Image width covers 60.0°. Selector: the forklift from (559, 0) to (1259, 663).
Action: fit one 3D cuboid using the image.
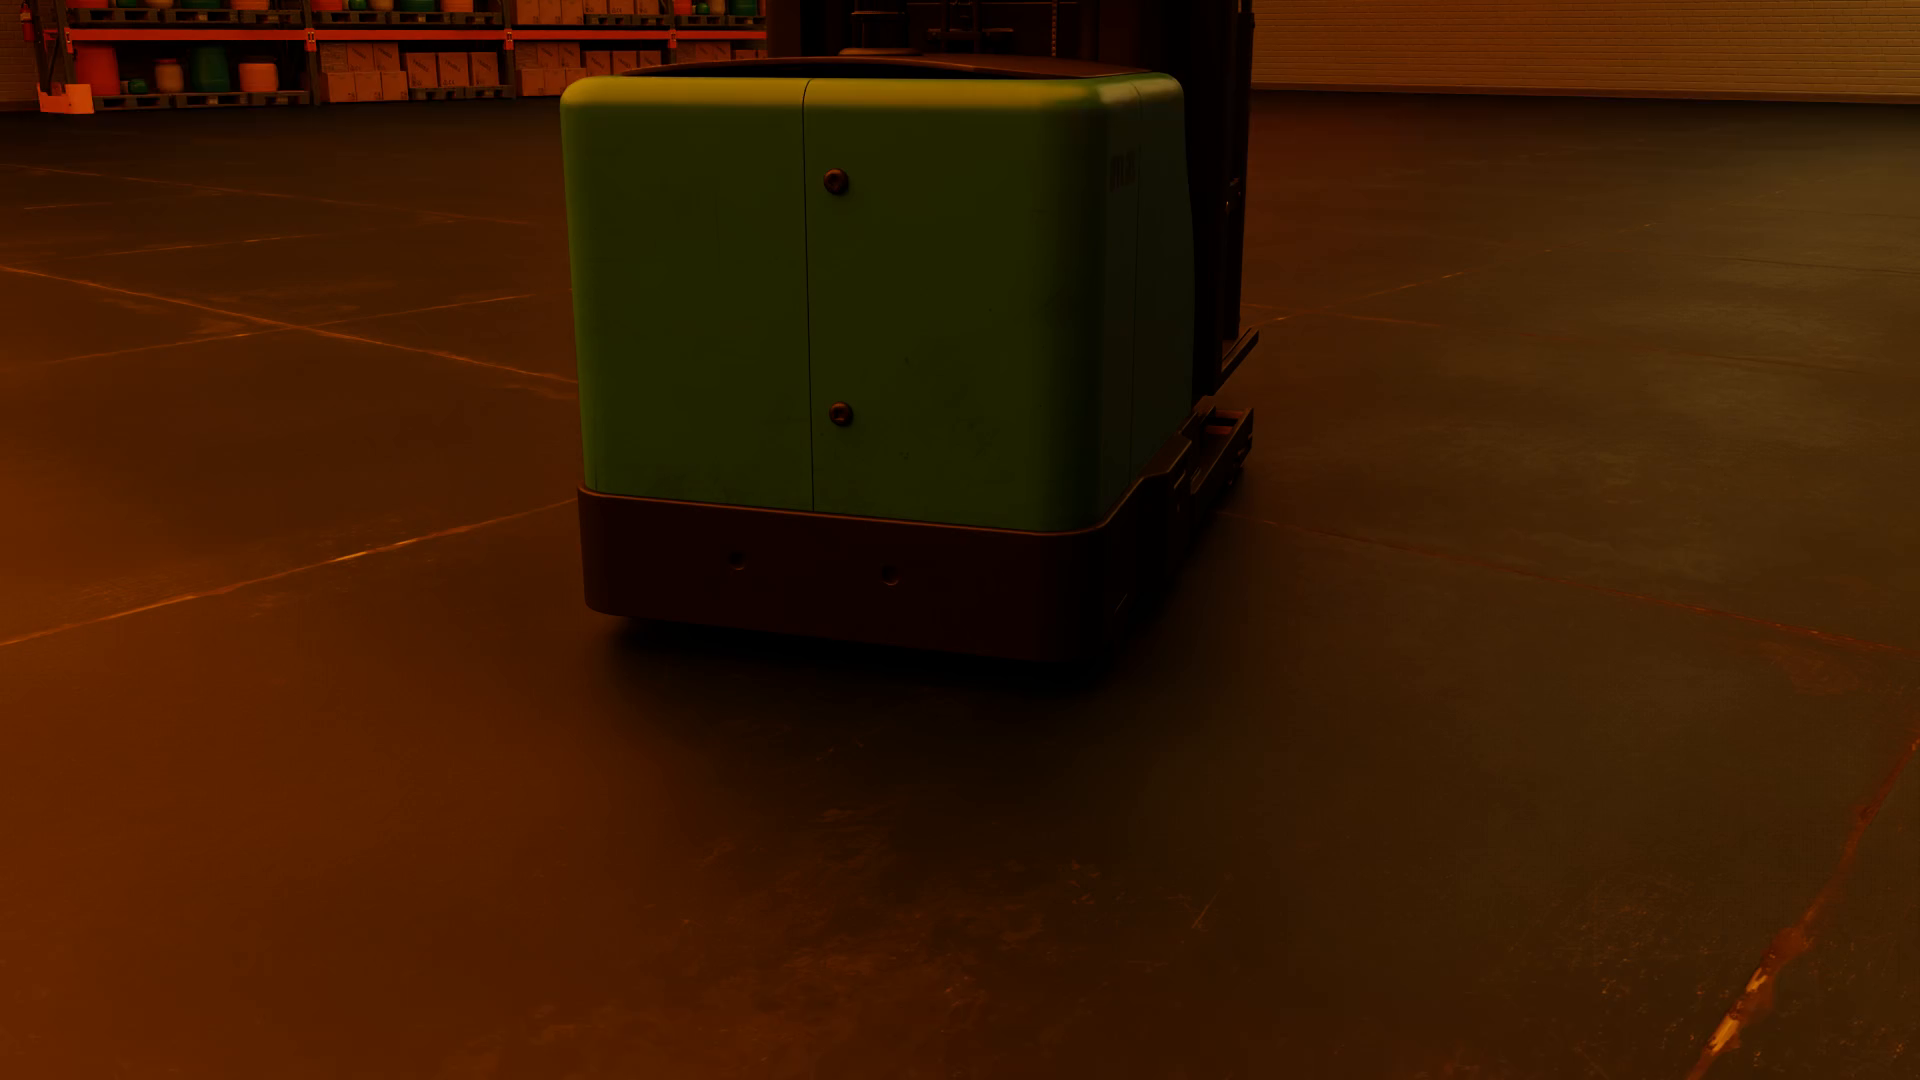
[{"bbox_3d":[0.182,-1.571,4.072,1.130,2.935,3.031,5,18,17],"label":"forklift"}]
